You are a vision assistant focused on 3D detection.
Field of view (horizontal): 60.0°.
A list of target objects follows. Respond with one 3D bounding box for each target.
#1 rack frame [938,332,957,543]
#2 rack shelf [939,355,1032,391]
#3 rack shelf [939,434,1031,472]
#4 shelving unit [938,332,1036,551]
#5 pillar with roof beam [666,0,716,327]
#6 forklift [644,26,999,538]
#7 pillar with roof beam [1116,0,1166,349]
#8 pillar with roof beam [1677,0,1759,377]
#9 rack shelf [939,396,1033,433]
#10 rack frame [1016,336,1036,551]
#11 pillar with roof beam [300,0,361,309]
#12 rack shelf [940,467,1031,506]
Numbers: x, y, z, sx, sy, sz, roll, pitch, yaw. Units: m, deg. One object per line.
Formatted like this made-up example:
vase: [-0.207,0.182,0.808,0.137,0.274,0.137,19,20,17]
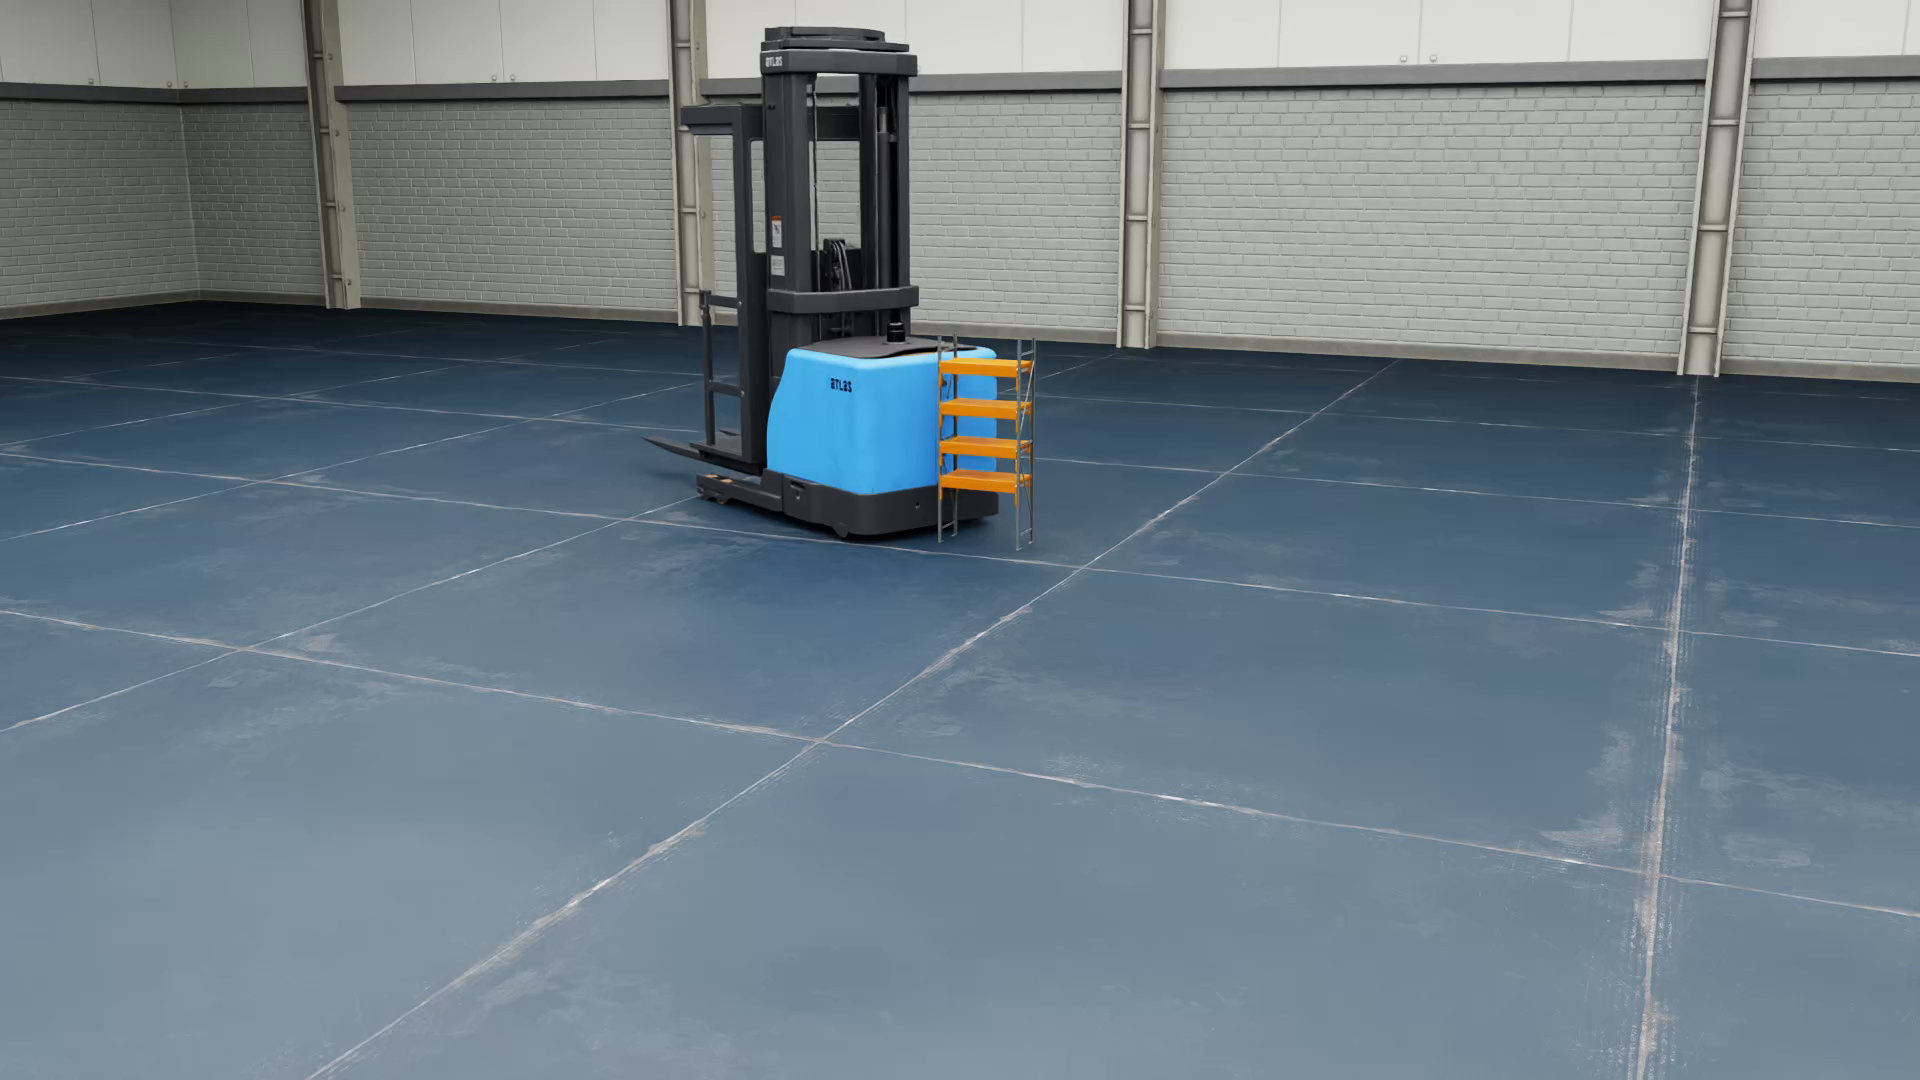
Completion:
rack frame: [-0.072,-0.591,9.649,0.015,1.200,0.240,6,14,23]
rack shelf: [0.151,-0.951,9.463,0.480,0.148,0.258,6,14,23]
rack shelf: [0.151,-0.503,9.568,0.480,0.148,0.258,6,14,23]
shelving unit: [0.151,-0.569,9.552,0.503,1.200,0.258,6,14,23]
pillar with roof beam: [-5.175,-6.289,16.858,0.400,9.000,9.100,6,14,23]
forklift: [-1.069,-1.718,10.662,1.130,2.935,3.031,-10,17,-37]
pillar with roof beam: [0.311,-5.734,14.492,0.400,9.000,9.100,6,14,23]
pillar with roof beam: [5.797,-5.179,12.126,0.400,9.000,9.100,6,14,23]
rack shelf: [0.151,-0.721,9.517,0.480,0.148,0.258,6,14,23]
rack frame: [0.374,-0.546,9.456,0.015,1.200,0.240,6,14,23]
pillar with roof beam: [-10.661,-6.844,19.224,0.400,9.000,9.100,6,14,23]
rack shelf: [0.151,-0.310,9.613,0.480,0.148,0.258,6,14,23]
